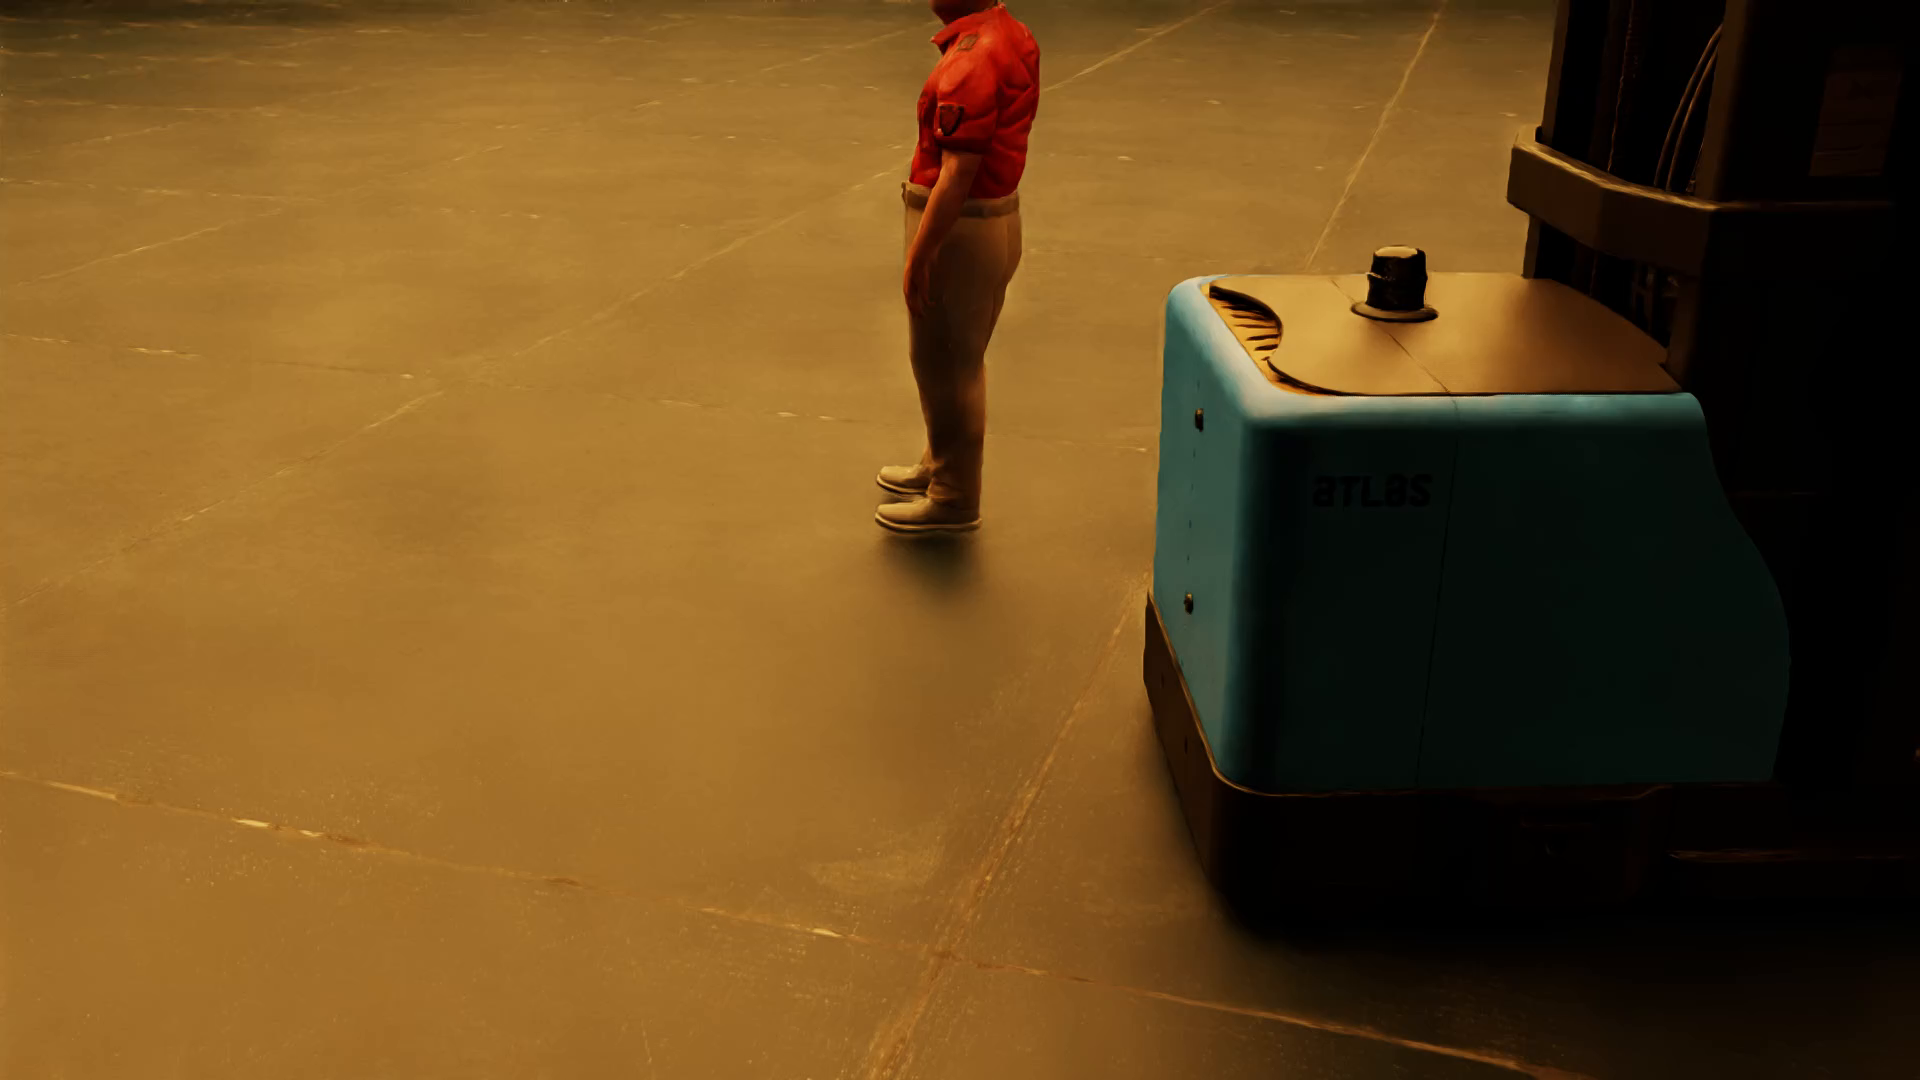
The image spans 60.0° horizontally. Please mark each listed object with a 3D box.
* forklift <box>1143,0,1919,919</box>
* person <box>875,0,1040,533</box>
[{"bbox_3d":[1.985,-0.809,3.239,3.031,2.935,1.130,-1,22,-2],"label":"forklift"},{"bbox_3d":[-0.082,-0.857,4.808,0.550,1.727,0.640,7,23,16],"label":"person"}]
